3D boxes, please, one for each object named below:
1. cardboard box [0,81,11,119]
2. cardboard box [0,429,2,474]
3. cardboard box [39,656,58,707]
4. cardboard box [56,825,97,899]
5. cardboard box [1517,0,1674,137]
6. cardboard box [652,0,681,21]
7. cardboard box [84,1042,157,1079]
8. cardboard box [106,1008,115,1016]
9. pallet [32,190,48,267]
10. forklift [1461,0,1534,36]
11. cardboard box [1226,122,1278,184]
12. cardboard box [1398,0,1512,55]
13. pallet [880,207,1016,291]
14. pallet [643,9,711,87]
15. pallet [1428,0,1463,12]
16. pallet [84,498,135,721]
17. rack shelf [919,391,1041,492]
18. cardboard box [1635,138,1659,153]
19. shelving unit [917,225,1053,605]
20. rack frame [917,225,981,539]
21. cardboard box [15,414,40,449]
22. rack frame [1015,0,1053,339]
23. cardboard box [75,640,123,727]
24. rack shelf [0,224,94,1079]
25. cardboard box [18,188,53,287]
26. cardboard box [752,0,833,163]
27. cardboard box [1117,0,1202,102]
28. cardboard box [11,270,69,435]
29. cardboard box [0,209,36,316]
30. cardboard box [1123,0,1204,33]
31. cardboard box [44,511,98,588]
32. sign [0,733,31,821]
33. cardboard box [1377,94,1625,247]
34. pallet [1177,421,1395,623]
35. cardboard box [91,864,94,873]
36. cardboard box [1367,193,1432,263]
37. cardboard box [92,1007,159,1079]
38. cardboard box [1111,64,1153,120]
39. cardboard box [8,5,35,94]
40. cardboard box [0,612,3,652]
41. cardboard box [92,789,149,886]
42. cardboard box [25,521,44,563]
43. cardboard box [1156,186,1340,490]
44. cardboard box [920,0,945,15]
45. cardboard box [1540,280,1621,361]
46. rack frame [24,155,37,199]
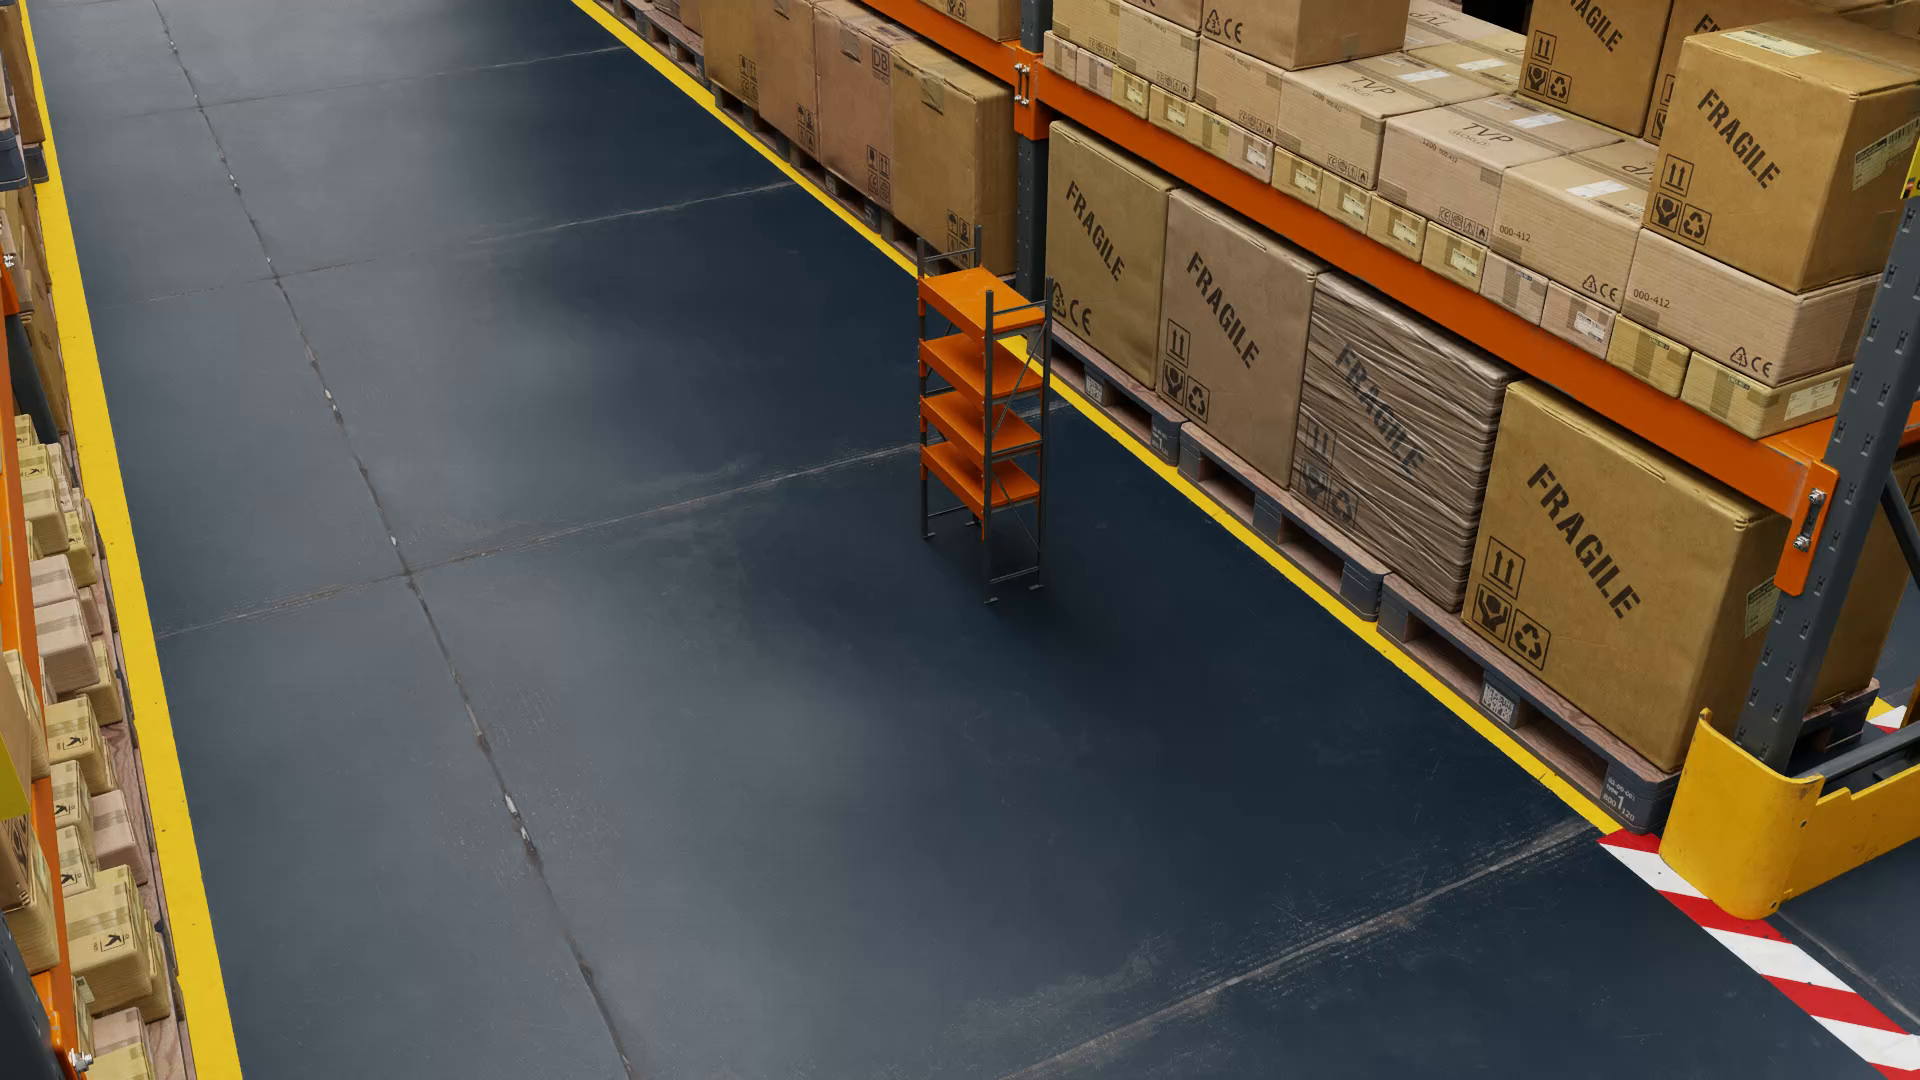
[{"bbox_3d":[-3.487,-1.521,5.687,0.380,0.149,0.250,-18,37,-25],"label":"cardboard box"},{"bbox_3d":[-2.577,-0.235,4.069,0.380,0.149,0.250,-15,36,-22],"label":"cardboard box"},{"bbox_3d":[-2.622,0.481,4.420,0.380,0.149,0.250,-16,36,-23],"label":"cardboard box"},{"bbox_3d":[-2.217,0.849,3.846,0.380,0.149,0.250,-18,37,-25],"label":"cardboard box"},{"bbox_3d":[2.125,-1.596,5.128,0.500,0.500,0.500,-17,36,-24],"label":"cardboard box"},{"bbox_3d":[-1.740,-3.963,11.565,0.700,0.500,0.500,-19,37,-27],"label":"cardboard box"},{"bbox_3d":[-1.789,1.200,3.298,0.380,0.149,0.250,-18,37,-25],"label":"cardboard box"},{"bbox_3d":[-2.123,1.235,3.796,0.380,0.149,0.250,-15,36,-23],"label":"cardboard box"},{"bbox_3d":[-5.212,-1.508,8.408,1.003,0.211,1.213,-16,36,-23],"label":"pallet"},{"bbox_3d":[2.400,-2.330,7.169,1.130,2.935,3.031,-18,37,-25],"label":"forklift"},{"bbox_3d":[1.173,-1.396,5.882,0.380,0.149,0.250,-15,36,-23],"label":"cardboard box"},{"bbox_3d":[1.644,-1.773,6.100,0.500,0.250,0.500,-15,36,-22],"label":"cardboard box"},{"bbox_3d":[0.298,-1.521,8.428,1.003,0.211,1.213,-16,36,-23],"label":"pallet"},{"bbox_3d":[-1.503,-3.454,11.445,1.003,0.211,1.213,-16,36,-23],"label":"pallet"},{"bbox_3d":[3.646,-3.960,12.236,1.003,0.211,1.213,-16,36,-23],"label":"pallet"},{"bbox_3d":[-3.366,0.340,5.524,1.003,0.211,1.213,-16,36,-23],"label":"pallet"},{"bbox_3d":[0.077,-0.370,5.839,0.258,0.148,0.480,-16,36,-23],"label":"rack shelf"},{"bbox_3d":[2.357,-1.042,4.959,0.500,0.250,0.500,-16,36,-24],"label":"cardboard box"},{"bbox_3d":[0.077,-0.426,5.803,0.258,1.200,0.503,-16,36,-23],"label":"shelving unit"},{"bbox_3d":[-0.037,-0.543,5.985,0.240,1.200,0.015,-16,36,-23],"label":"rack frame"},{"bbox_3d":[-3.314,-0.269,5.591,0.380,0.149,0.250,-15,36,-22],"label":"cardboard box"},{"bbox_3d":[0.725,-2.346,7.130,1.000,3.000,0.127,-16,36,-23],"label":"rack frame"},{"bbox_3d":[-2.743,0.473,4.985,0.380,0.149,0.250,-16,36,-23],"label":"cardboard box"},{"bbox_3d":[-2.778,0.111,3.963,1.077,0.370,4.000,-16,36,-23],"label":"rack shelf"},{"bbox_3d":[-4.537,-1.434,7.636,0.500,0.500,0.500,-18,37,-25],"label":"cardboard box"},{"bbox_3d":[-0.428,-2.775,9.381,1.225,0.875,0.875,-16,36,-23],"label":"cardboard box"},{"bbox_3d":[0.940,-1.879,6.265,0.500,0.250,0.500,-16,36,-23],"label":"cardboard box"},{"bbox_3d":[-3.820,-0.690,6.474,0.500,0.500,0.500,-14,35,-21],"label":"cardboard box"},{"bbox_3d":[-3.821,-1.005,6.271,0.500,0.250,0.500,-18,37,-25],"label":"cardboard box"},{"bbox_3d":[0.945,-2.194,6.061,0.500,0.500,0.500,-16,36,-23],"label":"cardboard box"},{"bbox_3d":[-3.004,0.072,5.335,0.380,0.149,0.250,-17,36,-25],"label":"cardboard box"},{"bbox_3d":[-1.365,0.262,2.259,0.100,0.325,0.005,-16,36,-23],"label":"sign"},{"bbox_3d":[1.656,-1.148,5.125,0.500,0.250,0.500,-17,36,-25],"label":"cardboard box"},{"bbox_3d":[1.583,-0.206,6.376,1.003,0.211,1.213,-16,36,-23],"label":"pallet"},{"bbox_3d":[-2.364,0.855,4.113,0.380,0.149,0.250,-18,37,-25],"label":"cardboard box"},{"bbox_3d":[1.534,-1.029,5.308,0.380,0.149,0.250,-16,36,-23],"label":"cardboard box"},{"bbox_3d":[-1.940,1.202,3.572,0.380,0.149,0.250,-16,36,-23],"label":"cardboard box"},{"bbox_3d":[0.814,-1.764,6.456,0.380,0.149,0.250,-15,35,-22],"label":"cardboard box"},{"bbox_3d":[-6.190,-3.014,9.870,1.050,0.750,0.750,-15,36,-22],"label":"cardboard box"},{"bbox_3d":[-2.082,0.063,3.003,0.500,0.500,0.500,-16,36,-23],"label":"cardboard box"},{"bbox_3d":[-2.387,0.846,4.402,0.380,0.149,0.250,-18,37,-25],"label":"cardboard box"},{"bbox_3d":[-2.985,0.104,5.010,0.380,0.149,0.250,-15,35,-22],"label":"cardboard box"},{"bbox_3d":[1.381,-0.863,6.397,0.875,0.875,0.875,-16,36,-23],"label":"cardboard box"},{"bbox_3d":[0.041,-2.780,7.716,0.500,0.500,0.500,-15,35,-22],"label":"cardboard box"},{"bbox_3d":[1.893,-0.662,4.736,0.380,0.149,0.250,-16,36,-23],"label":"cardboard box"},{"bbox_3d":[-5.575,-3.055,8.238,1.000,3.000,0.127,-16,36,-23],"label":"rack frame"}]
